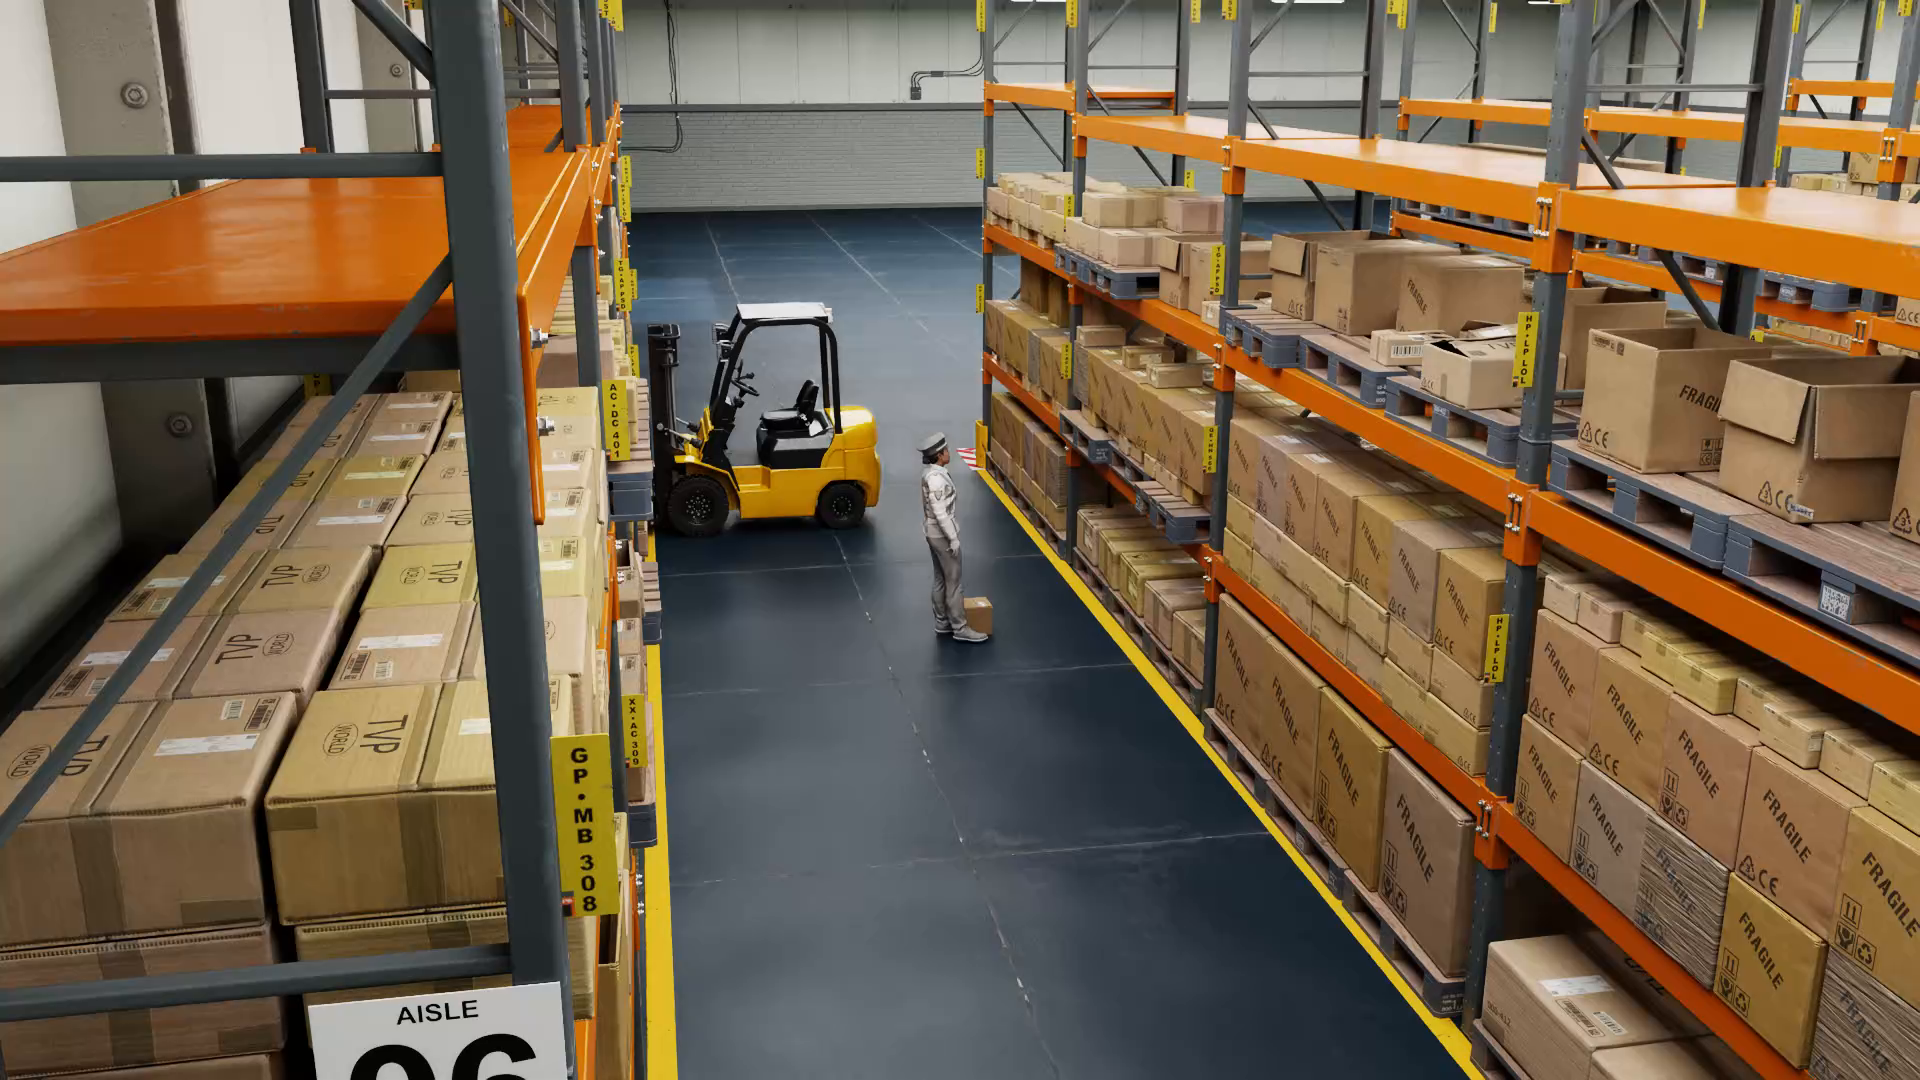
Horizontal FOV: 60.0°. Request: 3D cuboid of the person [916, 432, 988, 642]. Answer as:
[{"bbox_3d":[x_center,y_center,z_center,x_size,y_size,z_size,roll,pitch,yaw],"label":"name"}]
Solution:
[{"bbox_3d":[-0.076,-0.043,13.591,0.533,1.697,0.588,-3,17,-10],"label":"person"}]
